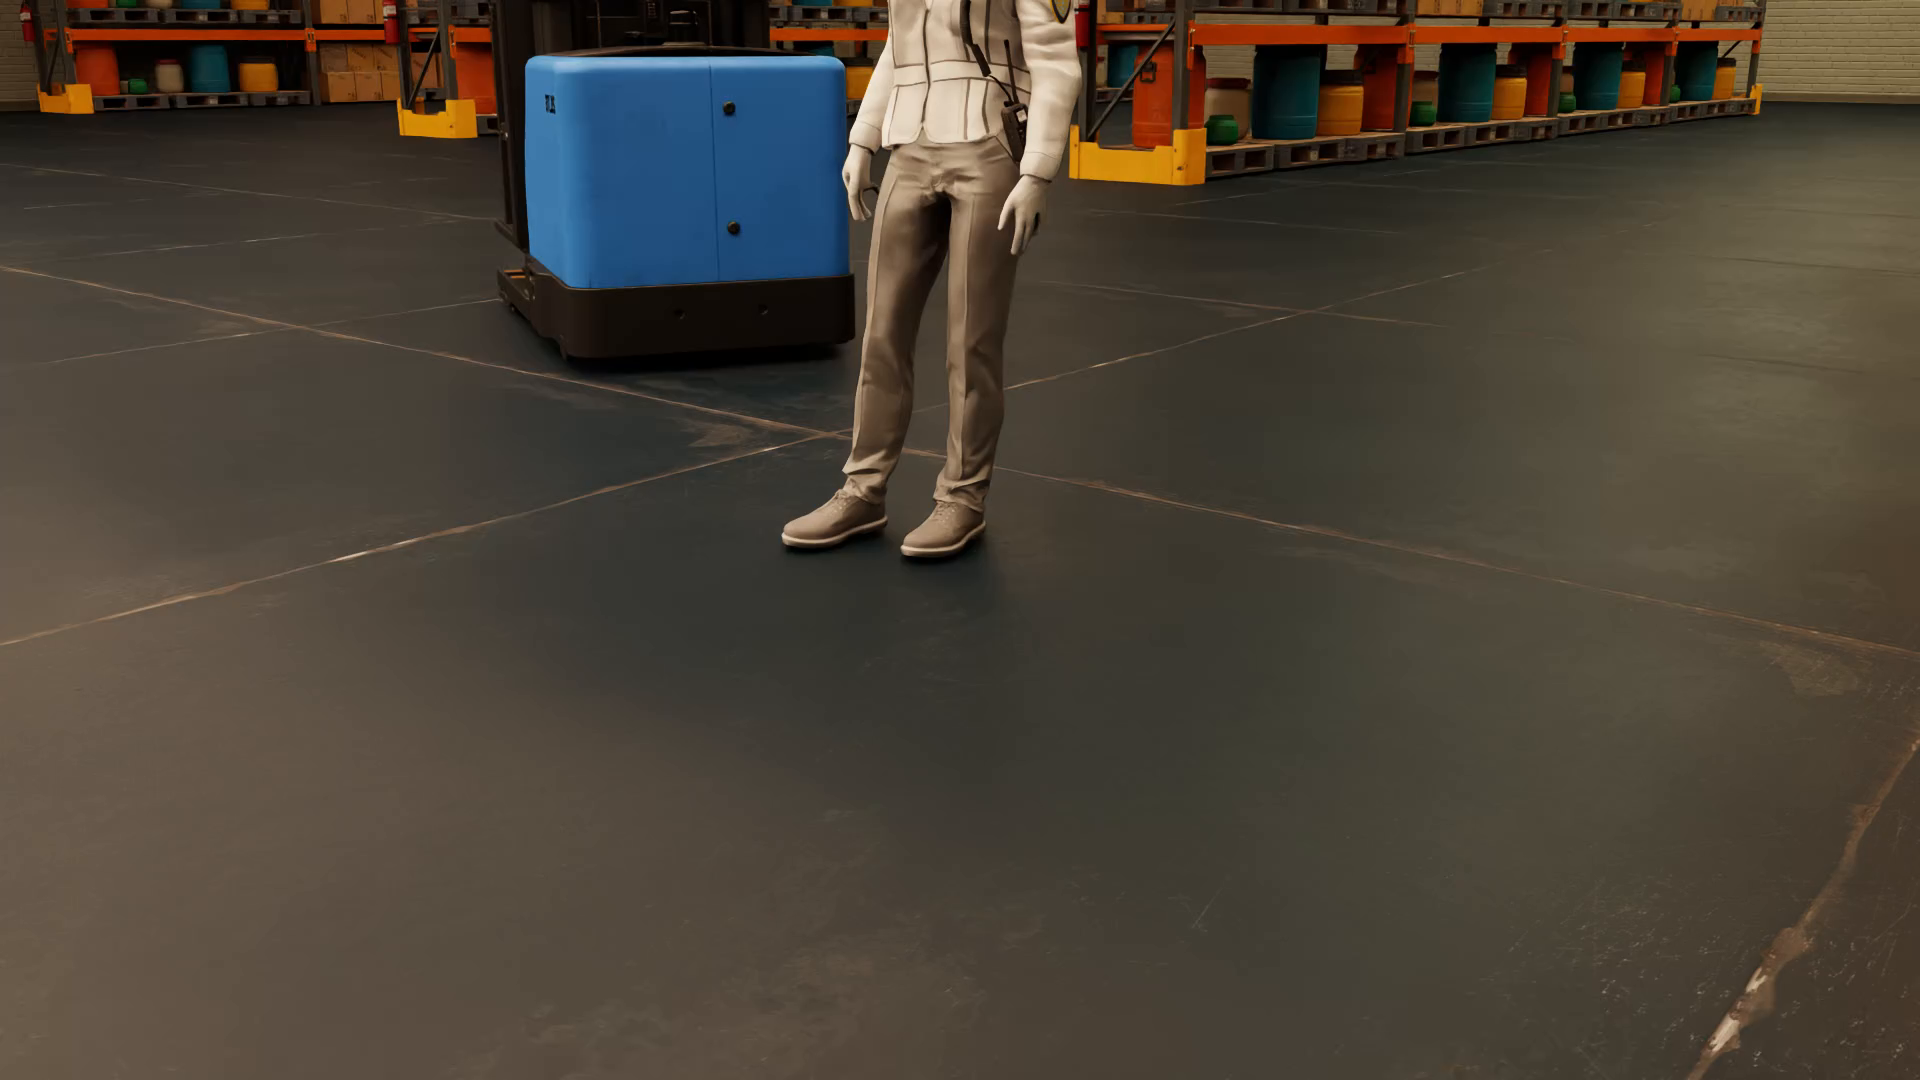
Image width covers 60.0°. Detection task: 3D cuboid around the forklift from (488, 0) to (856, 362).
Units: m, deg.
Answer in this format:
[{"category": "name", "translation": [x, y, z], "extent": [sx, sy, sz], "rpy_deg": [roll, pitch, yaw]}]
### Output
[{"category": "forklift", "translation": [-1.402, -2.419, 6.864], "extent": [1.130, 2.935, 3.031], "rpy_deg": [-7, 18, -21]}]

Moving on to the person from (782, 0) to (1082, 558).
[{"category": "person", "translation": [-0.049, -0.803, 3.647], "extent": [0.586, 1.694, 0.530], "rpy_deg": [13, 21, 37]}]
